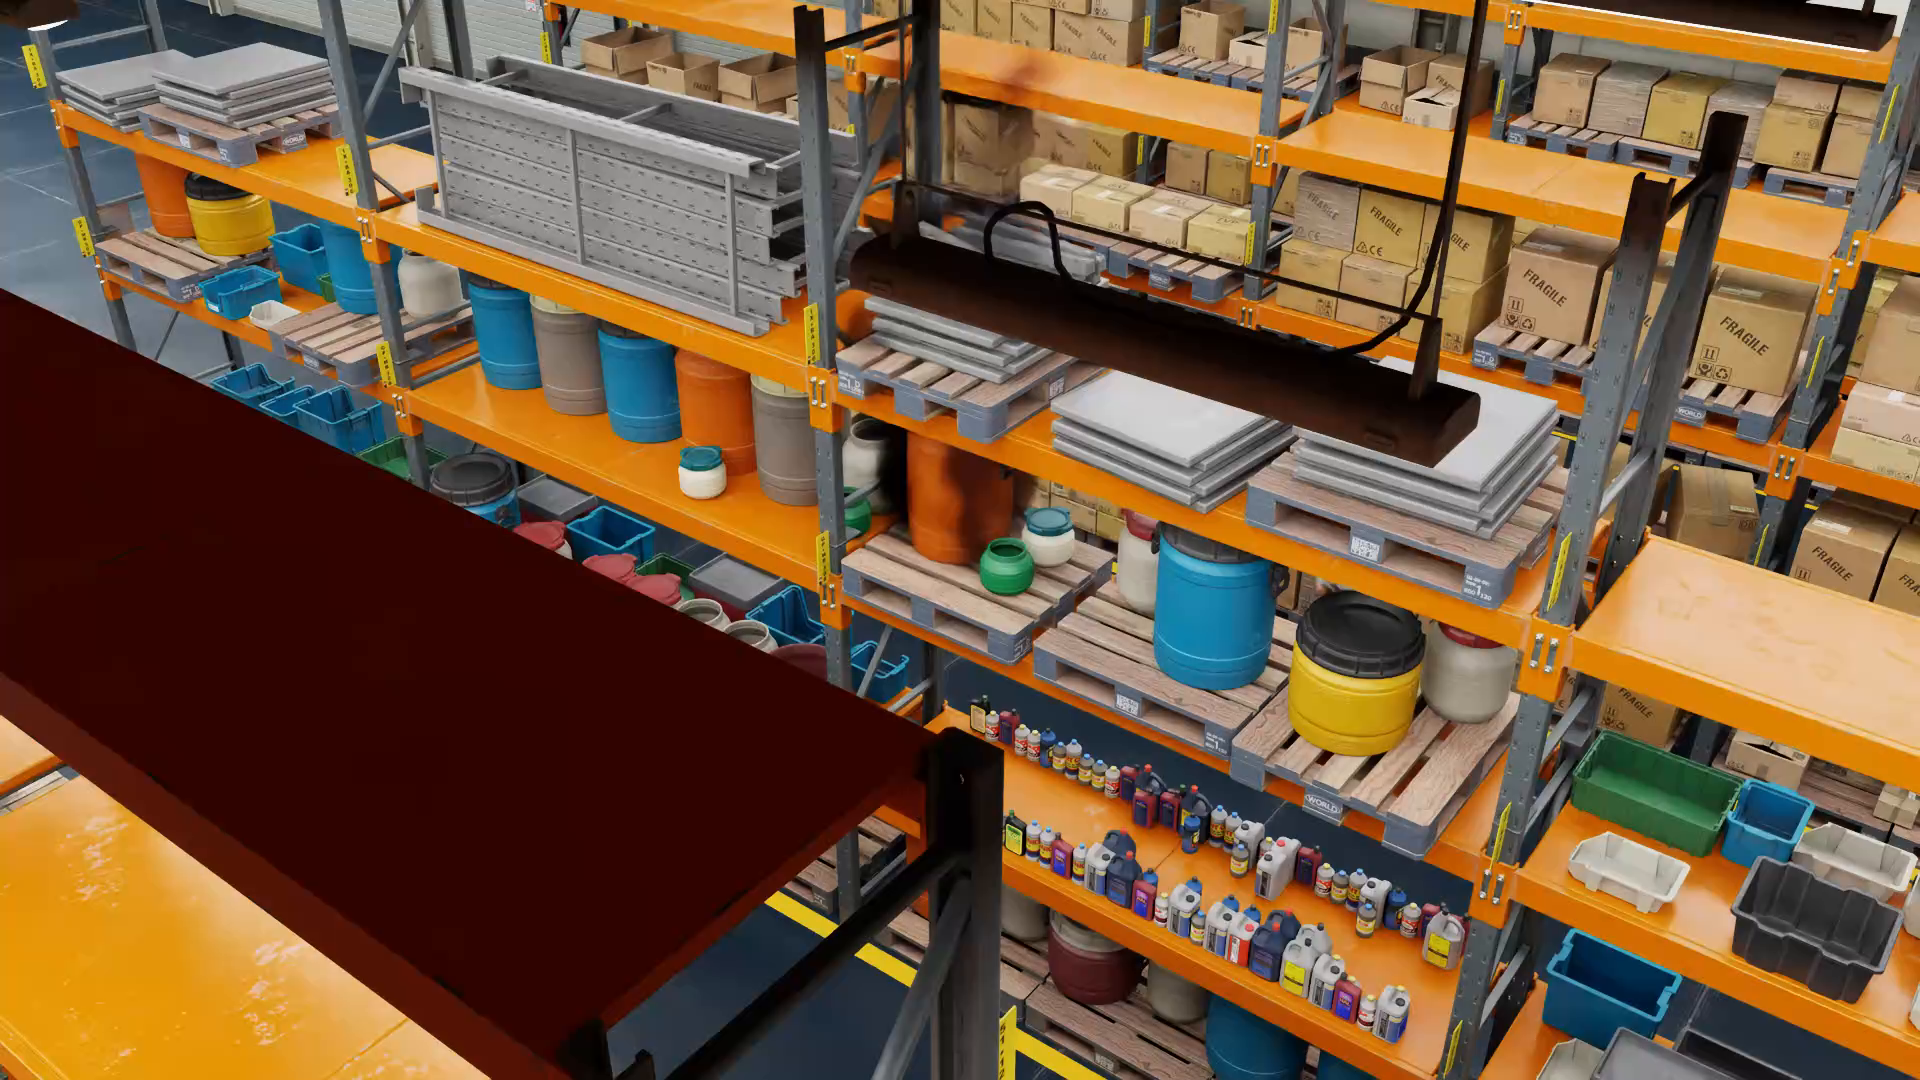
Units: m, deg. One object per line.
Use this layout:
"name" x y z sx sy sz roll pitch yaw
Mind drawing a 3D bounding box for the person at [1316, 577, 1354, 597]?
"person" 2.517 0.866 11.701 0.682 1.670 0.586 16 35 24
